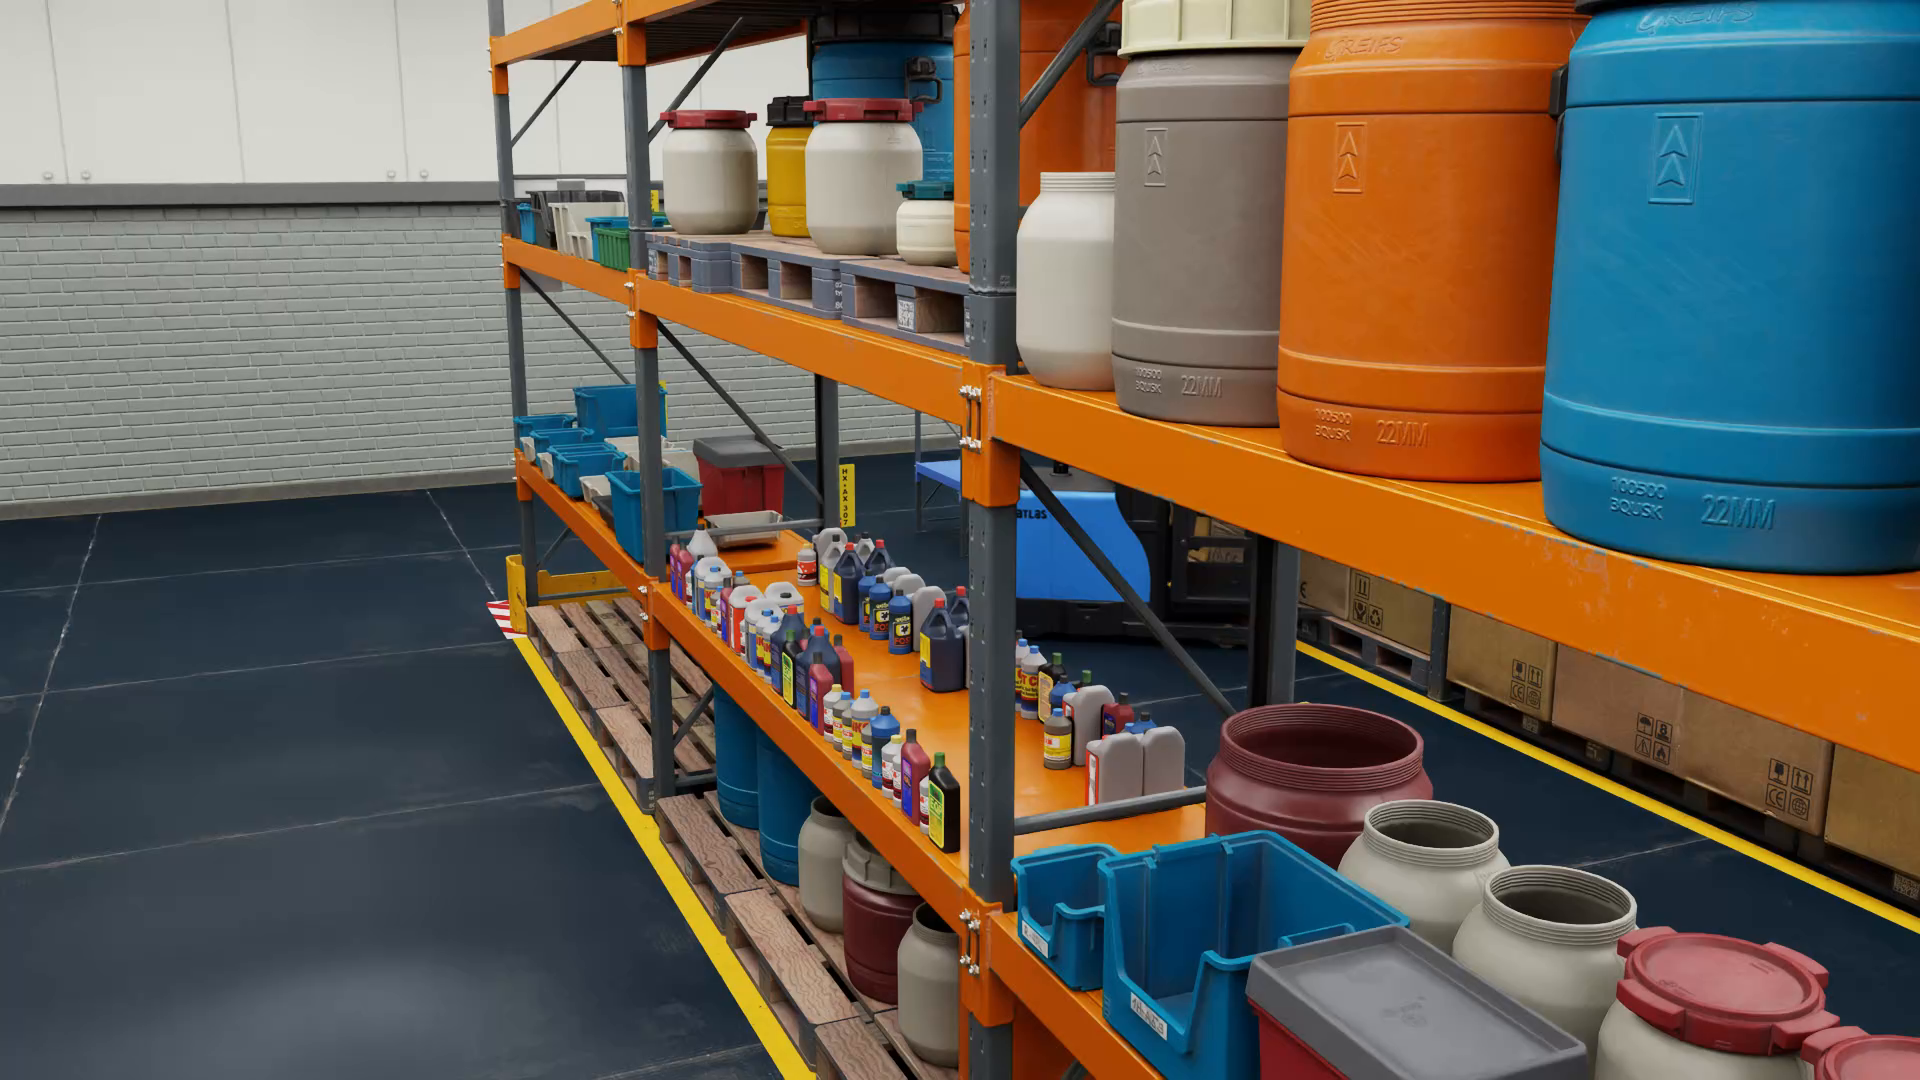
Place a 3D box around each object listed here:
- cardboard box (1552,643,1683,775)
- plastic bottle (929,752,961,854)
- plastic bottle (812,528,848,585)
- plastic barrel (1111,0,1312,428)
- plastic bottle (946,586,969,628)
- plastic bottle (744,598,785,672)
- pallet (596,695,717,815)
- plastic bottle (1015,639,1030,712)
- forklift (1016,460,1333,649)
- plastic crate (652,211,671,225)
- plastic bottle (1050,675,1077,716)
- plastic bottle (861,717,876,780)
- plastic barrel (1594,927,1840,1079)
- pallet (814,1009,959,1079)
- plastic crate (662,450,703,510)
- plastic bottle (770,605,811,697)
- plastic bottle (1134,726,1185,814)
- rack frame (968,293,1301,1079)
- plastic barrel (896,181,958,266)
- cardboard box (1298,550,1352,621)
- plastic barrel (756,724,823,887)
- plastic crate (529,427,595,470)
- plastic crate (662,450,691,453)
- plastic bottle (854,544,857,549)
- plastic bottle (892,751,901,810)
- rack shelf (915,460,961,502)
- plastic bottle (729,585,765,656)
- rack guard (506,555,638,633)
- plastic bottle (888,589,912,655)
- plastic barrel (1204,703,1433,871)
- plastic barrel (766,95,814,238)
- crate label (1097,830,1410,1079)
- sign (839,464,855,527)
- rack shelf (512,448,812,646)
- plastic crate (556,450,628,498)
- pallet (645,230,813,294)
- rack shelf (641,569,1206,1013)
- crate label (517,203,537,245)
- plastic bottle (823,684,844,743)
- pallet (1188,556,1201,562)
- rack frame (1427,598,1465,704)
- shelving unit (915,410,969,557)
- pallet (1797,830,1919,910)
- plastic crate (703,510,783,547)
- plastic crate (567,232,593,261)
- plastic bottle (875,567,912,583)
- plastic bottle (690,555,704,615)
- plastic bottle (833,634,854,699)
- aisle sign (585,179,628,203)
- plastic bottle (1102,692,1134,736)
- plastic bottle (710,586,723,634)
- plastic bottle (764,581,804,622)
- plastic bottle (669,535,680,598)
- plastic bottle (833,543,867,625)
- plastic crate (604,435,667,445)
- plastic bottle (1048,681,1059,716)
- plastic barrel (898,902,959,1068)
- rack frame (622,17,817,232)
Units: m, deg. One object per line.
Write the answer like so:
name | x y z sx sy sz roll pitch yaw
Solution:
cardboard box | 4.075 0.654 9.173 1.225 0.875 0.875 -6 14 -25
plastic bottle | -0.047 0.794 5.046 0.061 0.283 0.133 -6 14 -23
plastic bottle | -0.643 0.068 8.197 0.152 0.276 0.135 -6 14 -23
plastic barrel | 0.636 -0.734 3.625 0.600 0.901 0.600 0 13 0
plastic bottle | 0.013 0.368 6.738 0.144 0.351 0.185 -6 14 -23
plastic bottle | -0.796 0.385 6.827 0.152 0.276 0.135 -6 14 -23
pallet | -1.427 1.166 9.364 1.003 0.211 1.213 -6 14 -23
plastic bottle | 0.237 0.509 6.304 0.097 0.271 0.097 0 13 0
forklift | 1.835 -0.792 11.792 3.031 2.935 1.130 2 13 7
plastic crate | -2.042 -2.051 10.896 0.450 0.188 0.336 -6 14 -23
plastic bottle | 0.366 0.610 5.868 0.097 0.271 0.097 0 13 0
plastic bottle | -0.286 0.700 5.632 0.097 0.201 0.097 0 13 0
plastic barrel | 1.459 1.084 3.233 0.433 0.535 0.433 0 13 0
pallet | 0.152 1.982 5.840 1.003 0.211 1.213 -6 14 -23
plastic crate | -1.539 -0.348 9.850 0.437 0.282 0.530 -6 14 -23
plastic bottle | -0.658 0.423 6.501 0.144 0.351 0.185 -6 14 -23
plastic bottle | 0.629 0.724 5.364 0.152 0.276 0.135 -6 14 -23
rack frame | 0.506 0.782 4.838 1.000 3.000 0.127 -6 14 -23
plastic barrel | -0.058 -1.025 5.368 0.301 0.262 0.301 0 13 0
cardboard box | 2.890 0.009 11.958 0.875 0.875 0.875 -6 14 -23
plastic barrel | -0.611 1.034 7.474 0.600 0.901 0.708 -6 14 -23
plastic crate | -2.638 -0.602 11.055 0.416 0.233 0.300 -6 14 -23
plastic crate | -1.641 -0.417 10.258 0.416 0.233 0.300 -6 14 -23
plastic bottle | -0.496 0.144 7.871 0.152 0.276 0.135 -6 14 -23
plastic bottle | -0.169 0.761 5.371 0.097 0.201 0.097 0 13 0
rack shelf | 0.034 -0.538 14.665 0.538 0.185 1.000 -6 14 -23
plastic bottle | -0.889 0.338 7.034 0.152 0.276 0.135 -6 14 -23
rack guard | -2.720 0.343 12.278 1.175 0.500 0.348 -6 14 -23
plastic bottle | -0.254 0.341 7.029 0.097 0.271 0.097 0 13 0
plastic barrel | 0.969 0.784 4.527 0.600 0.536 0.708 -6 14 -23
plastic barrel | -0.545 -1.632 7.266 0.600 0.588 0.600 0 13 0
crate label | 0.656 0.995 3.842 0.502 0.435 0.616 -6 14 -23
sign | -0.592 -0.228 8.590 0.100 0.325 0.005 -6 14 -23
rack shelf | -1.898 -0.107 10.275 1.077 0.370 4.000 -6 14 -23
plastic crate | -2.254 -0.404 10.199 0.416 0.233 0.300 -6 14 -23
pallet | -0.693 -1.260 7.430 1.213 0.211 1.003 -6 14 -23
rack shelf | -0.295 0.719 6.704 1.077 0.370 4.000 -6 14 -23
crate label | -2.625 -2.040 10.708 0.408 0.251 0.502 -6 14 -23
plastic bottle | -0.442 0.620 5.979 0.097 0.201 0.097 0 13 0
pallet | 2.231 0.199 13.543 1.003 0.211 1.213 -6 14 -23
rack frame | 3.442 -0.492 10.342 1.000 3.000 0.127 -6 14 -23
shelving unit | 0.034 -0.713 14.625 0.538 1.500 1.048 -6 14 -23
pallet | 4.797 1.524 7.819 1.003 0.211 1.213 -6 14 -23
plastic crate | -1.152 -0.054 8.903 0.396 0.136 0.243 -6 14 -23
plastic crate | -1.955 -1.606 9.087 0.293 0.136 0.466 -6 14 -23
plastic bottle | -0.294 0.248 7.421 0.152 0.276 0.135 -6 14 -23
plastic bottle | -1.185 0.203 7.628 0.097 0.271 0.097 0 13 0
plastic bottle | -0.447 0.507 6.287 0.061 0.283 0.133 -6 14 -23
aisle sign | -2.459 -2.179 11.865 0.394 0.787 0.004 -6 14 -23
plastic bottle | 0.539 0.648 5.675 0.061 0.283 0.133 -6 14 -23
plastic bottle | -1.053 0.305 7.341 0.097 0.201 0.097 0 13 0
plastic bottle | -0.750 0.324 7.094 0.152 0.276 0.135 -6 14 -23
plastic bottle | -1.341 0.127 7.928 0.061 0.283 0.133 -6 14 -23
plastic bottle | -0.487 0.191 7.500 0.144 0.351 0.185 -6 14 -23
plastic crate | -2.206 -0.619 11.345 0.396 0.136 0.243 -6 14 -23
plastic bottle | 0.368 0.611 6.019 0.097 0.201 0.097 0 13 0
plastic barrel | -0.014 1.581 5.970 0.421 0.512 0.421 0 13 0
rack frame | -1.097 -2.967 7.732 1.000 3.000 0.127 -6 14 -23
